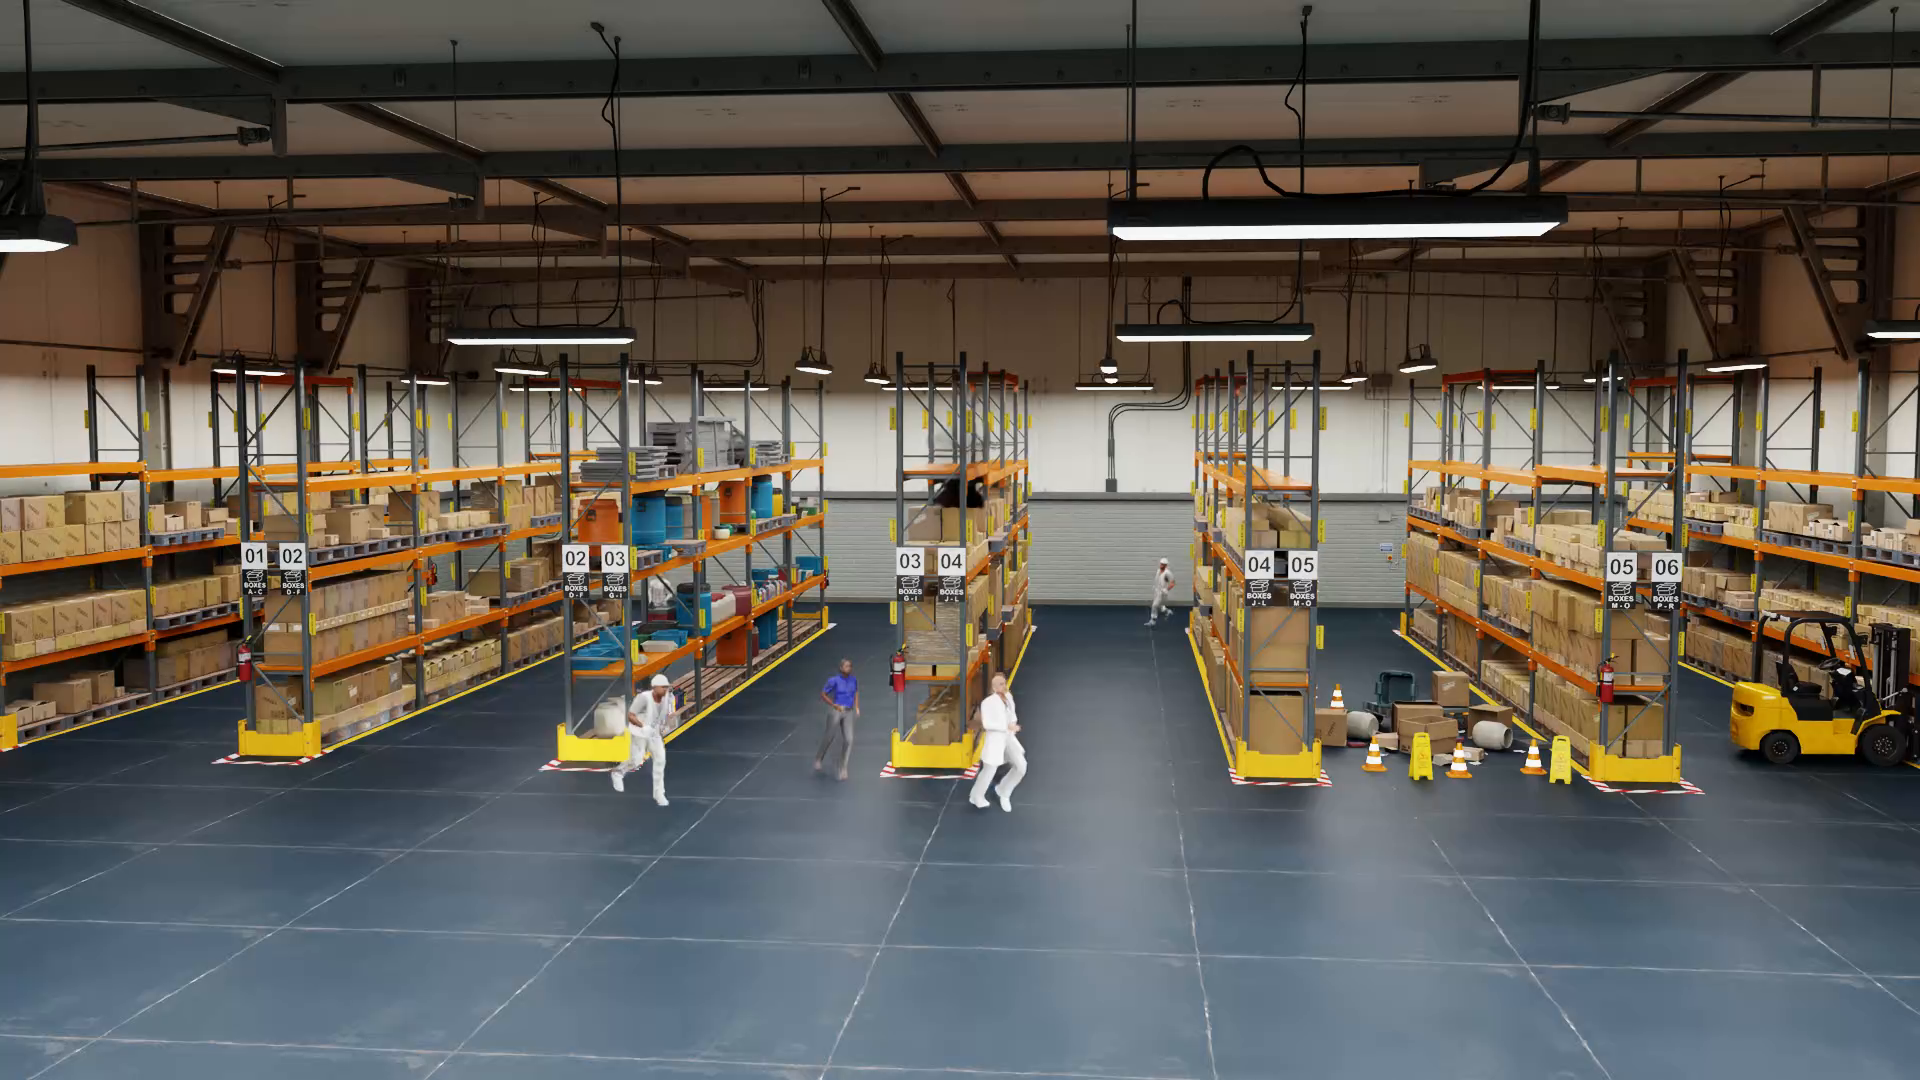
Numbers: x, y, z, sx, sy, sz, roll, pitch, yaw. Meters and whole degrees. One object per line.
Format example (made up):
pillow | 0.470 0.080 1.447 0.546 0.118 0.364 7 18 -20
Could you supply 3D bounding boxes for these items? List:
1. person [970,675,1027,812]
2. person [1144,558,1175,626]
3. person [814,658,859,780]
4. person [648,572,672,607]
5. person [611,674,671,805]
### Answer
person | 0.527 2.602 21.293 0.736 1.765 0.923 -3 5 -40
person | 4.989 1.275 40.527 0.774 1.695 0.716 -2 5 -26
person | -1.690 2.517 23.594 0.668 1.678 0.795 -2 4 -25
person | -6.946 1.457 38.506 0.604 1.648 0.583 0 4 -6
person | -4.222 2.606 22.013 1.052 1.727 0.721 2 5 31
